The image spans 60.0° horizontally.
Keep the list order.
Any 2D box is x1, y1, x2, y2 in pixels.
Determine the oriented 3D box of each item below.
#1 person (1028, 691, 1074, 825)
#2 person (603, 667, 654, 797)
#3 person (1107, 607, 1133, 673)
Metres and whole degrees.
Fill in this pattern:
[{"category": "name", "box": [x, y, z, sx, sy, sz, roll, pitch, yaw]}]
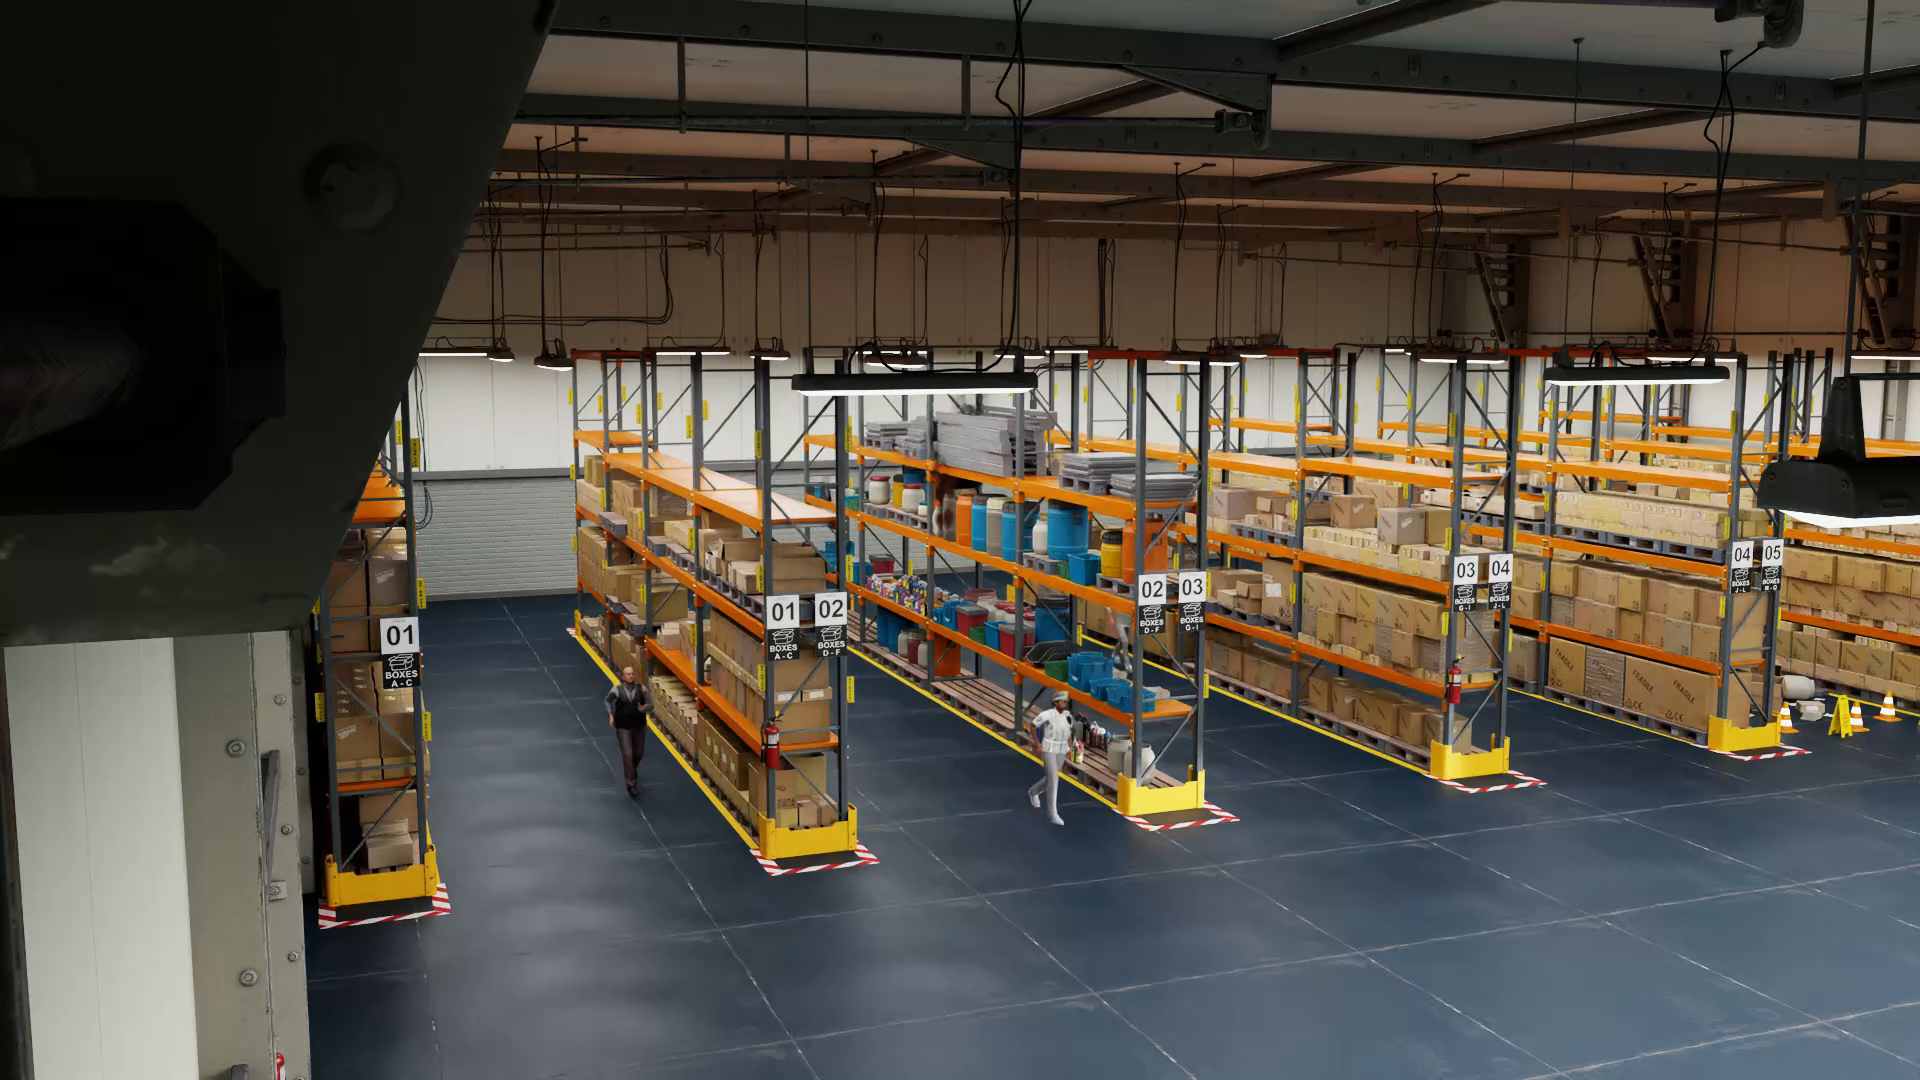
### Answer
[{"category": "person", "box": [1.228, 2.807, 21.878, 0.590, 1.701, 0.877, -5, 9, -34]}, {"category": "person", "box": [-4.555, 2.602, 22.998, 0.656, 1.707, 0.970, -3, 8, -24]}, {"category": "person", "box": [3.074, 1.630, 31.279, 0.520, 1.612, 0.855, -4, 8, -26]}]
